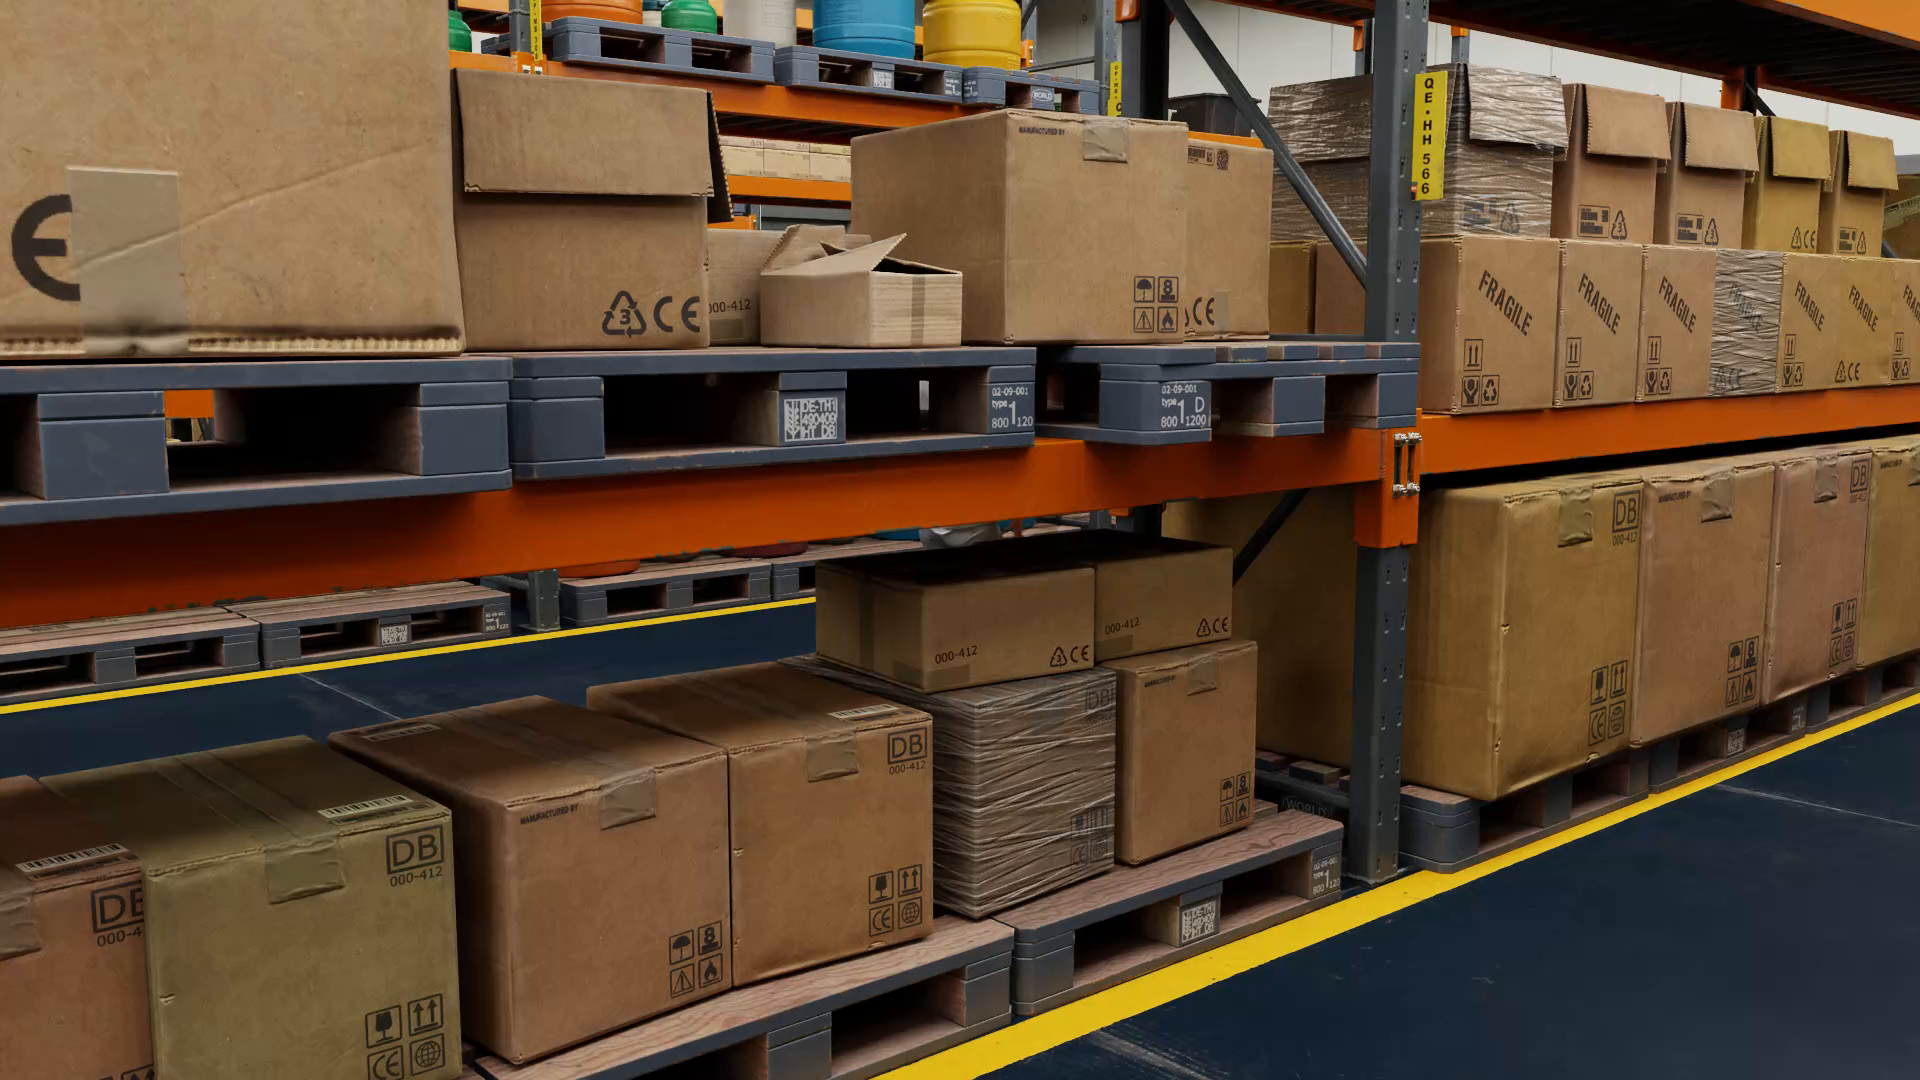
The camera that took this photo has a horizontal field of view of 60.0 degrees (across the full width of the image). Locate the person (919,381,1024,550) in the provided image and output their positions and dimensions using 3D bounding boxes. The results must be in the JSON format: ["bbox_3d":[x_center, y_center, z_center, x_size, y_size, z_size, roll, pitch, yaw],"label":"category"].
[{"bbox_3d":[0.056,-0.066,6.265,0.473,1.597,0.501,-7,10,-41],"label":"person"}]
